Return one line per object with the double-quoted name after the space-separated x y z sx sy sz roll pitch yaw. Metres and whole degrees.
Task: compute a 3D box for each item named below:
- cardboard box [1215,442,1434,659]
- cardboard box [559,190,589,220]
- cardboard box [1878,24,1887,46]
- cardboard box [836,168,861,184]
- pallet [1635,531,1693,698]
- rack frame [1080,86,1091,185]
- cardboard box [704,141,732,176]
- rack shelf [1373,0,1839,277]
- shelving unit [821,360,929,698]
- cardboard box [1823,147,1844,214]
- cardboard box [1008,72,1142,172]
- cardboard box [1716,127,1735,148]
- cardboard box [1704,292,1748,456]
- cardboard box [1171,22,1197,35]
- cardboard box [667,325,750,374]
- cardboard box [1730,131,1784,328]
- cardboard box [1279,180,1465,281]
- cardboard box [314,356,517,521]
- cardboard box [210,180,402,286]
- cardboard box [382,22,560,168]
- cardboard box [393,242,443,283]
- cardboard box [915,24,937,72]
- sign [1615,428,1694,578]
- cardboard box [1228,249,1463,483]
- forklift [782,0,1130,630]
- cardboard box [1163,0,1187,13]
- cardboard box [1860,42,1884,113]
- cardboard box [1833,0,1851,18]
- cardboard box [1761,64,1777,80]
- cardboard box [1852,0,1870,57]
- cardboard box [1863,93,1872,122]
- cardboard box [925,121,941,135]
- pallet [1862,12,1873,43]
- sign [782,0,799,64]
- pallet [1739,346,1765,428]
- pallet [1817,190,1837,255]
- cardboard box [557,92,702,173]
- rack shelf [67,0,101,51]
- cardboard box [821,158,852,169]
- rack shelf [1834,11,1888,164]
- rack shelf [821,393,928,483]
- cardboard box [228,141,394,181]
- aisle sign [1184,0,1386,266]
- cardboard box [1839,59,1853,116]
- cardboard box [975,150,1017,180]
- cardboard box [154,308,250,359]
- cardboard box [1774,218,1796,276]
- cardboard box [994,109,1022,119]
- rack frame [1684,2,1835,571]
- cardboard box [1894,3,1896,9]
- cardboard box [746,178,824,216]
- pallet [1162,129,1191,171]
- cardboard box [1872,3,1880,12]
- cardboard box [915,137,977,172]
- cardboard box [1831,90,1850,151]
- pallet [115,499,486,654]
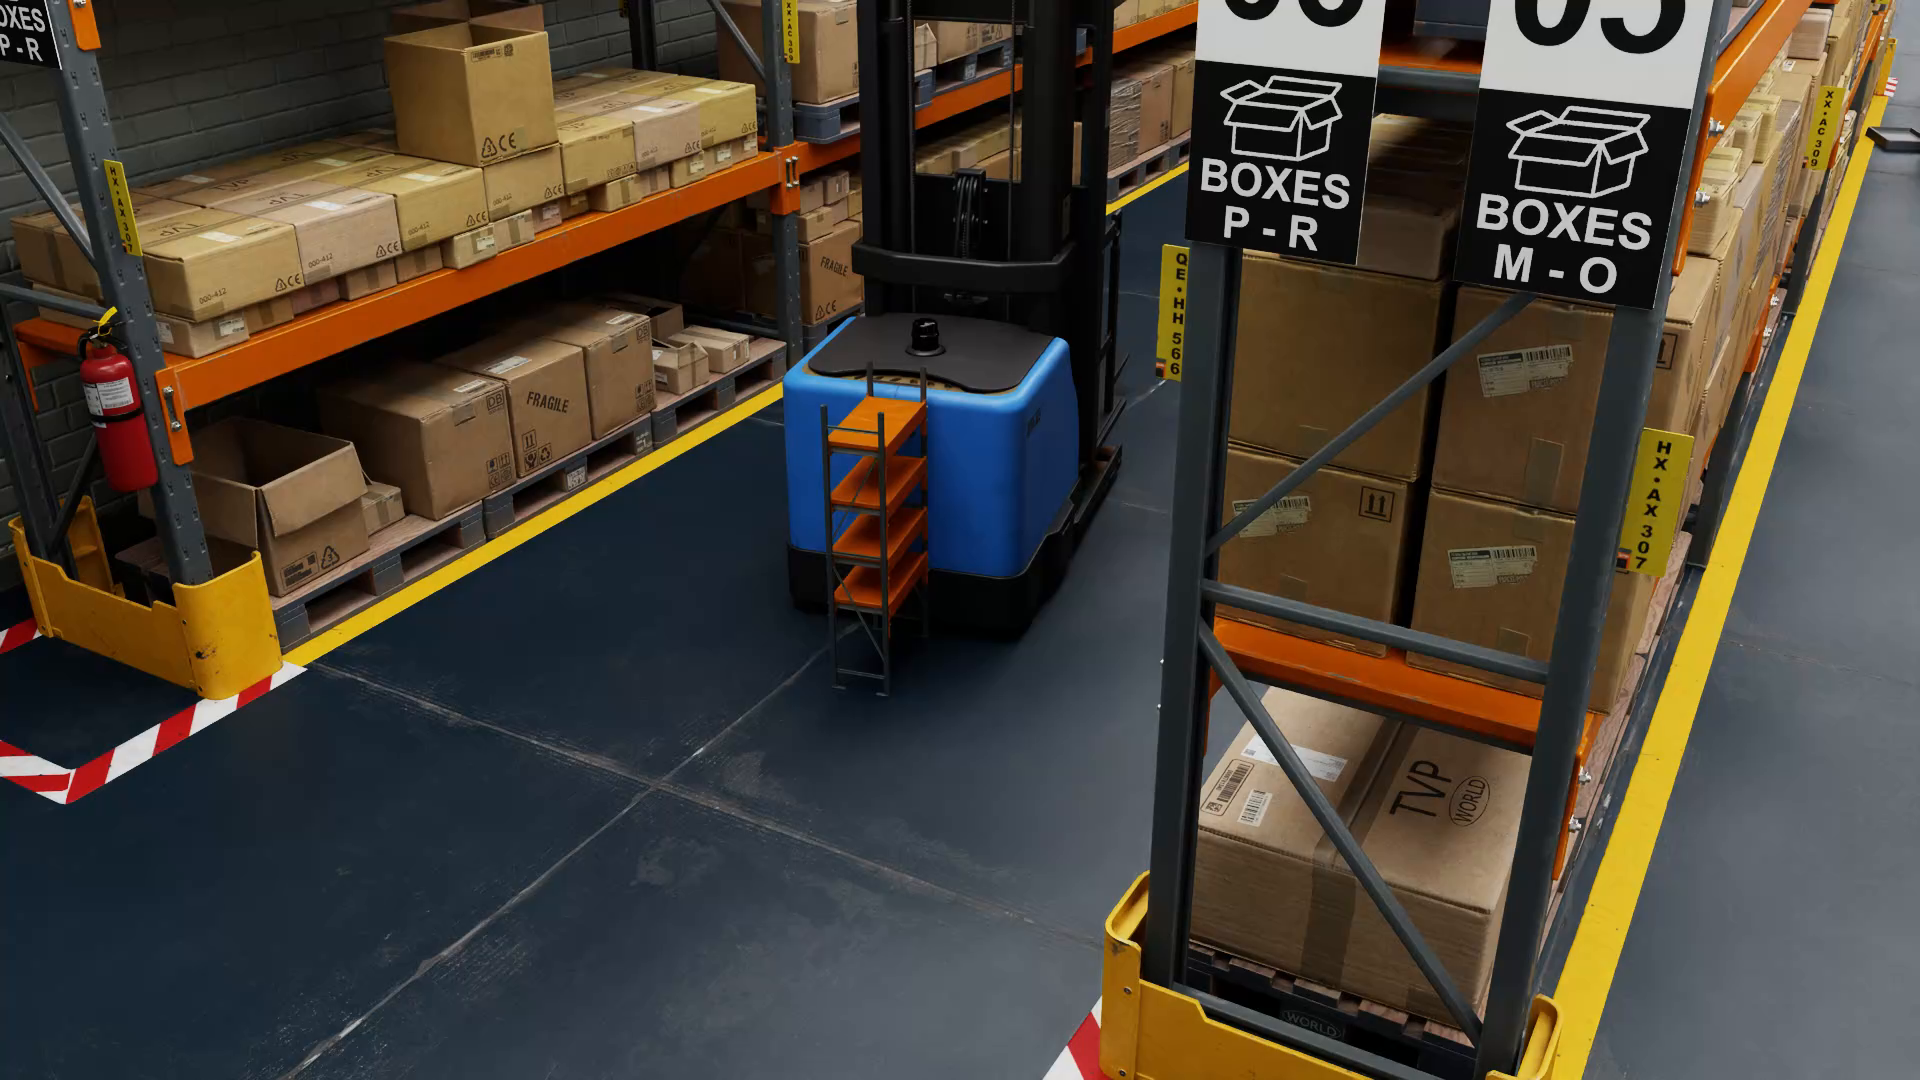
0.985 -0.069 4.425 0.500 0.500 0.500 14 30 26 "cardboard box"
-2.009 -1.645 7.967 0.380 0.149 0.250 15 30 27 "cardboard box"
7.520 -4.244 13.918 0.380 0.149 0.250 15 30 27 "cardboard box"
-0.661 -2.207 10.407 0.380 0.149 0.250 14 30 25 "cardboard box"
2.504 0.189 7.136 1.003 0.211 1.213 14 30 26 "pallet"
0.590 -3.987 12.364 1.000 3.000 0.127 14 30 26 "rack frame"
-1.424 -2.030 8.735 0.380 0.149 0.250 15 30 27 "cardboard box"
1.962 -1.577 5.002 1.077 0.370 4.000 14 30 26 "rack shelf"
-0.318 -0.042 6.493 0.258 1.200 0.503 8 28 15 "shelving unit"
5.934 -2.710 12.279 0.950 0.372 0.625 15 30 28 "cardboard box"
0.909 -3.353 13.282 0.875 0.625 0.625 15 30 28 "cardboard box"
1.885 -1.052 4.547 0.380 0.149 0.250 15 30 27 "cardboard box"
2.187 -0.543 5.372 0.500 0.500 0.500 15 30 28 "cardboard box"
2.311 -4.466 15.505 0.875 0.625 0.625 16 31 28 "cardboard box"
-1.396 -1.060 9.232 0.380 0.149 0.250 13 29 25 "cardboard box"
2.201 -0.994 5.156 0.500 0.500 0.500 14 30 26 "cardboard box"
0.980 -0.744 3.932 0.380 0.149 0.250 15 30 27 "cardboard box"
-2.507 -0.482 7.685 0.700 0.500 0.500 16 31 28 "cardboard box"
-2.640 -1.250 6.731 0.500 0.250 0.500 15 30 27 "cardboard box"
-2.150 -1.973 7.338 0.500 0.500 0.500 15 30 27 "cardboard box"
-2.457 -1.234 7.145 0.380 0.149 0.250 15 30 27 "cardboard box"
-0.360 -3.013 10.099 0.396 0.266 0.258 16 31 29 "cardboard box"
1.458 -0.076 3.495 0.100 0.325 0.005 14 30 26 "sign"
1.008 -0.510 4.189 0.500 0.500 0.500 15 30 28 "cardboard box"
0.185 -1.580 7.633 1.130 2.935 3.031 8 28 15 "forklift"
1.520 -4.437 13.430 0.500 0.250 0.500 13 29 24 "cardboard box"
7.407 -3.919 13.992 0.500 0.500 0.500 16 31 28 "cardboard box"
3.639 -2.141 7.448 0.500 0.500 0.500 14 30 26 "cardboard box"
2.388 -1.444 5.331 0.380 0.149 0.250 14 30 25 "cardboard box"
4.642 -2.927 9.017 0.500 0.500 0.500 15 30 27 "cardboard box"
7.660 -3.794 14.581 0.500 0.250 0.500 16 31 29 "cardboard box"
-0.359 -2.915 11.821 0.380 0.149 0.250 13 29 24 "cardboard box"
5.852 -3.591 11.786 1.003 0.211 1.213 14 30 26 "pallet"
-0.901 -2.699 8.824 0.100 0.325 0.005 14 30 26 "sign"
3.859 -0.885 9.281 1.003 0.211 1.213 14 30 26 "pallet"
5.900 -2.427 12.362 1.003 0.211 1.213 14 30 26 "pallet"
-1.649 -2.044 8.317 0.500 0.250 0.500 14 30 26 "cardboard box"
-2.361 -2.669 7.183 1.077 0.370 4.000 14 30 26 "rack shelf"
-0.925 -2.397 10.786 0.380 0.149 0.250 15 30 27 "cardboard box"
5.898 -3.354 11.902 1.077 0.370 4.000 14 30 26 "rack shelf"
-0.318 -0.393 6.317 0.258 0.148 0.480 8 28 15 "rack shelf"
-2.848 -1.566 7.362 0.500 0.250 0.500 15 30 28 "cardboard box"
0.673 -0.981 3.454 0.394 0.787 0.004 14 30 26 "aisle sign"
4.413 -2.403 8.808 0.500 0.250 0.500 13 30 25 "cardboard box"
0.059 -2.448 11.613 0.500 0.500 0.500 16 31 28 "cardboard box"
-2.945 -0.825 6.328 0.380 0.149 0.250 14 30 26 "cardboard box"
3.392 -1.383 7.330 0.500 0.250 0.500 13 30 25 "cardboard box"
0.461 -2.986 11.963 0.380 0.149 0.250 13 29 23 "cardboard box"
2.946 -1.337 7.070 1.000 3.000 0.127 14 30 26 "rack frame"
8.434 -4.972 15.372 0.380 0.149 0.250 15 30 27 "cardboard box"
-1.022 -2.016 9.693 0.380 0.149 0.250 14 30 25 "cardboard box"
1.630 -3.526 14.559 1.003 0.211 1.213 14 30 26 "pallet"
6.506 -3.961 12.124 0.380 0.149 0.250 14 30 27 "cardboard box"
-0.109 -2.589 11.169 0.380 0.149 0.250 13 29 24 "cardboard box"
4.653 -2.372 9.305 0.500 0.250 0.500 15 30 27 "cardboard box"
-2.916 0.037 7.441 1.003 0.211 1.213 14 30 26 "pallet"
